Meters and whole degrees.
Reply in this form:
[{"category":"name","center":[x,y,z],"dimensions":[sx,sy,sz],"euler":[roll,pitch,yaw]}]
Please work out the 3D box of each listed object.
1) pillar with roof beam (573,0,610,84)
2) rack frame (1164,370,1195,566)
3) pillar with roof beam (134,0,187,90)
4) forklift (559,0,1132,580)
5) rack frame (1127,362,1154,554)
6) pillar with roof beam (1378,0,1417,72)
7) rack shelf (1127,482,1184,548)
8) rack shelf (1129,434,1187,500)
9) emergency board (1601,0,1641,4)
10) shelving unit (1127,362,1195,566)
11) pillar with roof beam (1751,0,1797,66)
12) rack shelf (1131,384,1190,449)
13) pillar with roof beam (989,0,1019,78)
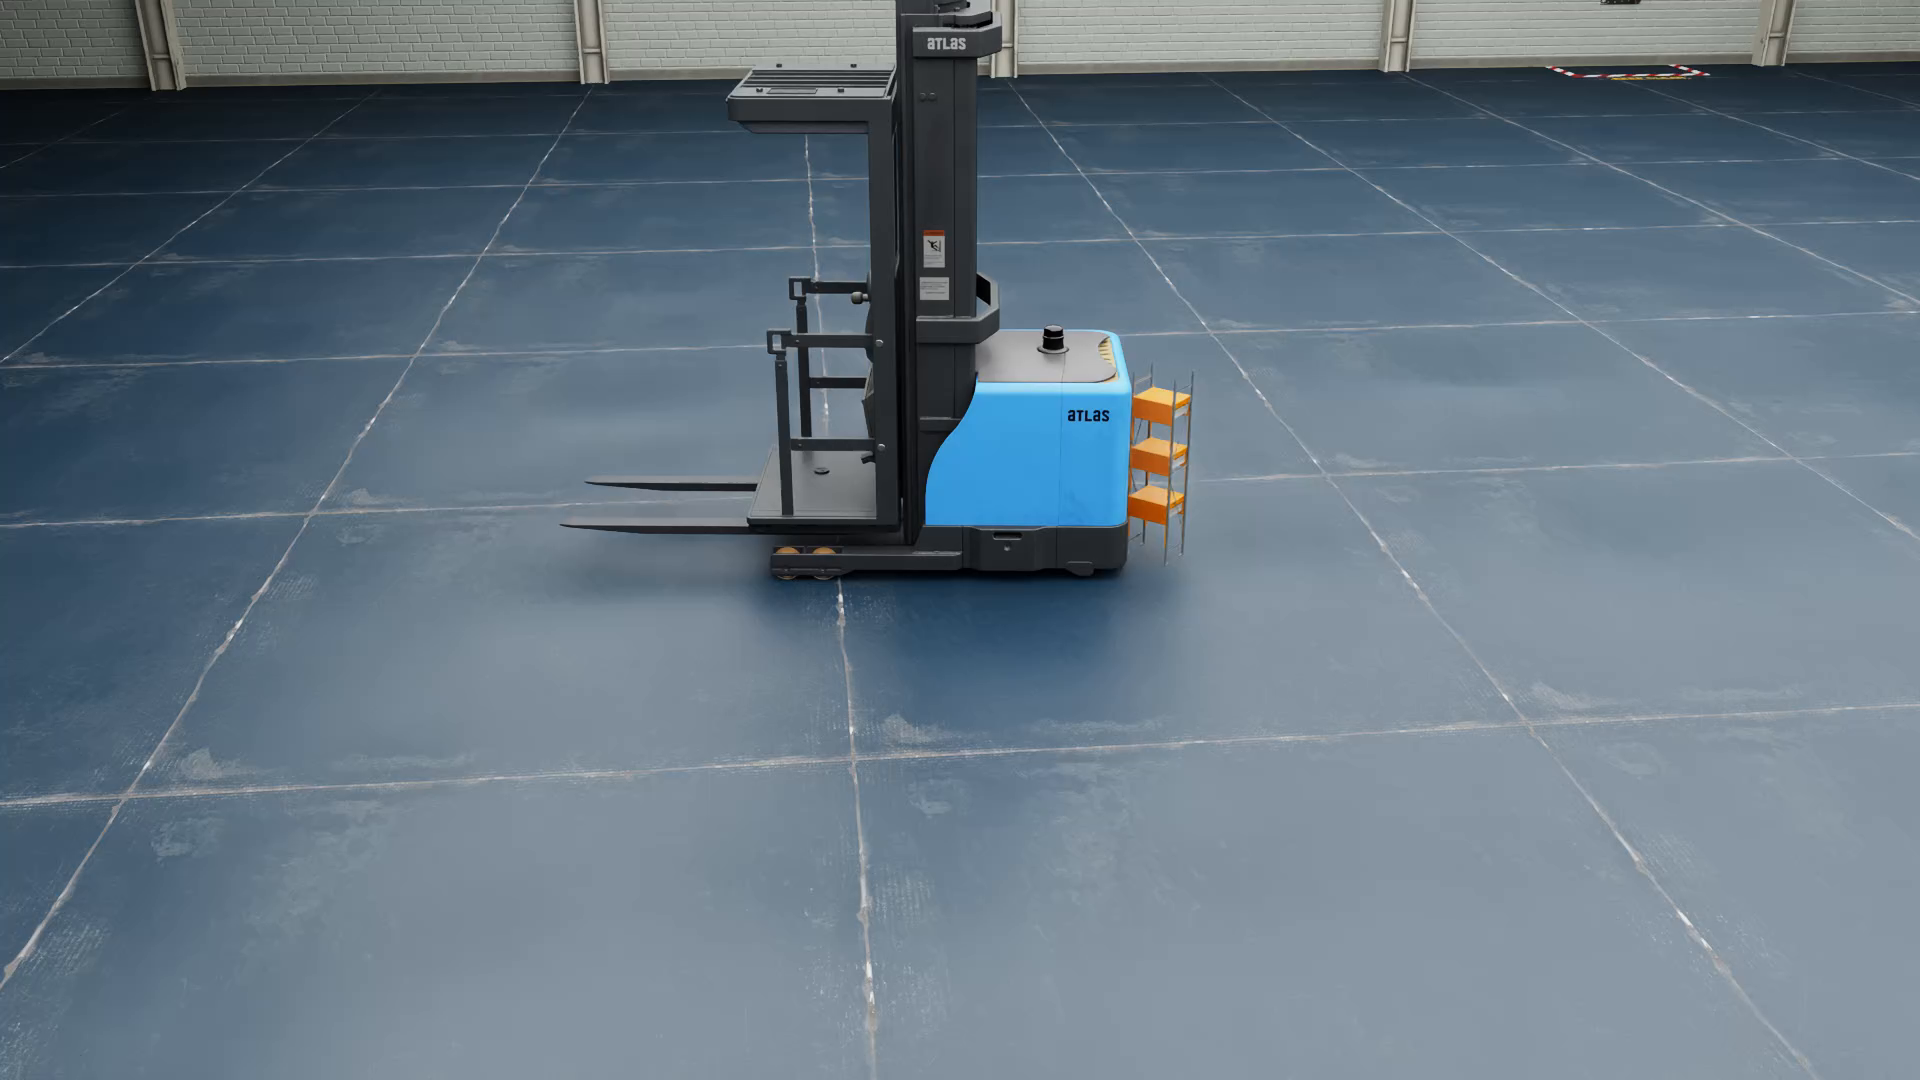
[{"category":"pillar with roof beam","center":[-4.904,-9.065,18.565],"dimensions":[0.400,9.000,9.100],"euler":[-2,24,-5]},{"category":"rack frame","center":[1.158,-0.372,8.794],"dimensions":[0.008,1.050,0.200],"euler":[17,29,33]},{"category":"pillar with roof beam","center":[-10.875,-8.825,18.026],"dimensions":[0.400,9.000,9.100],"euler":[-2,24,-5]},{"category":"forklift","center":[-0.624,-1.344,8.664],"dimensions":[3.031,2.935,1.130],"euler":[0,24,1]},{"category":"rack frame","center":[0.962,-0.431,8.927],"dimensions":[0.008,1.050,0.200],"euler":[17,29,33]},{"category":"pillar with roof beam","center":[7.038,-9.544,19.642],"dimensions":[0.400,9.000,9.100],"euler":[-2,24,-5]},{"category":"rack shelf","center":[1.060,-0.138,8.977],"dimensions":[0.240,0.259,0.215],"euler":[17,29,33]},{"category":"rack shelf","center":[1.060,-0.392,8.865],"dimensions":[0.240,0.259,0.215],"euler":[17,29,33]},{"category":"emergency board","center":[10.112,-8.706,25.143],"dimensions":[0.626,1.169,0.157],"euler":[-2,24,-5]},{"category":"shelving unit","center":[1.060,-0.401,8.860],"dimensions":[0.252,1.050,0.215],"euler":[17,29,33]},{"category":"pillar with roof beam","center":[13.009,-9.783,20.181],"dimensions":[0.400,9.000,9.100],"euler":[-2,24,-5]},{"category":"rack shelf","center":[1.060,-0.651,8.749],"dimensions":[0.240,0.259,0.215],"euler":[17,29,33]},{"category":"pillar with roof beam","center":[1.067,-9.304,19.103],"dimensions":[0.400,9.000,9.100],"euler":[-2,24,-5]}]
